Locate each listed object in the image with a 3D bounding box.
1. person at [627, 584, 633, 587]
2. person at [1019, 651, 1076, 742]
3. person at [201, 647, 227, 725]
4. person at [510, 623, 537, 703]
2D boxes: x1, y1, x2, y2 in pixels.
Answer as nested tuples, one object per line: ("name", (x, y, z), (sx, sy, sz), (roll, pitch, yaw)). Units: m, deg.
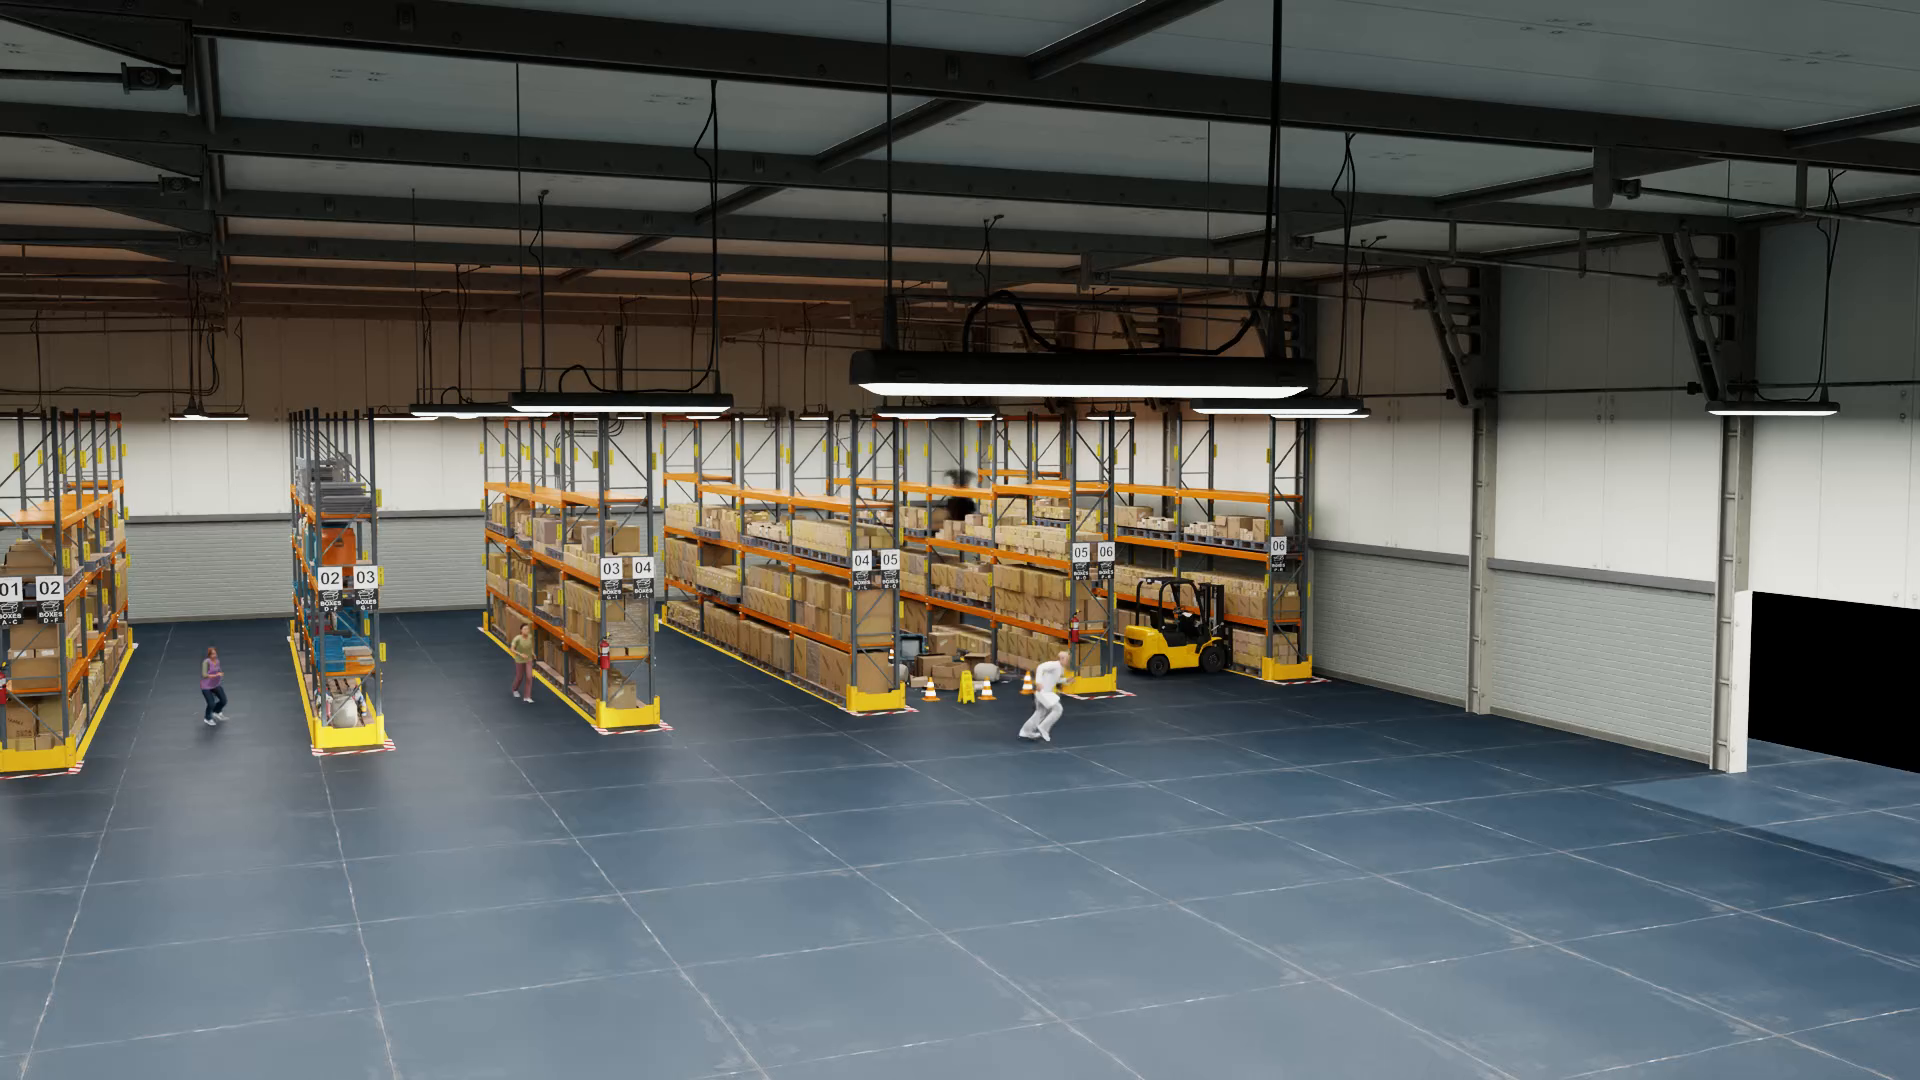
("person", (-9.855, 1.490, 50.145), (0.578, 1.509, 0.916), (1, 4, 14))
("person", (1.561, 2.820, 29.893), (1.033, 1.659, 0.744), (1, 4, 15))
("person", (-14.075, 2.773, 31.407), (0.765, 1.534, 0.592), (2, 5, 31))
("person", (-9.051, 2.509, 34.307), (0.564, 1.632, 0.881), (-3, 5, -36))
